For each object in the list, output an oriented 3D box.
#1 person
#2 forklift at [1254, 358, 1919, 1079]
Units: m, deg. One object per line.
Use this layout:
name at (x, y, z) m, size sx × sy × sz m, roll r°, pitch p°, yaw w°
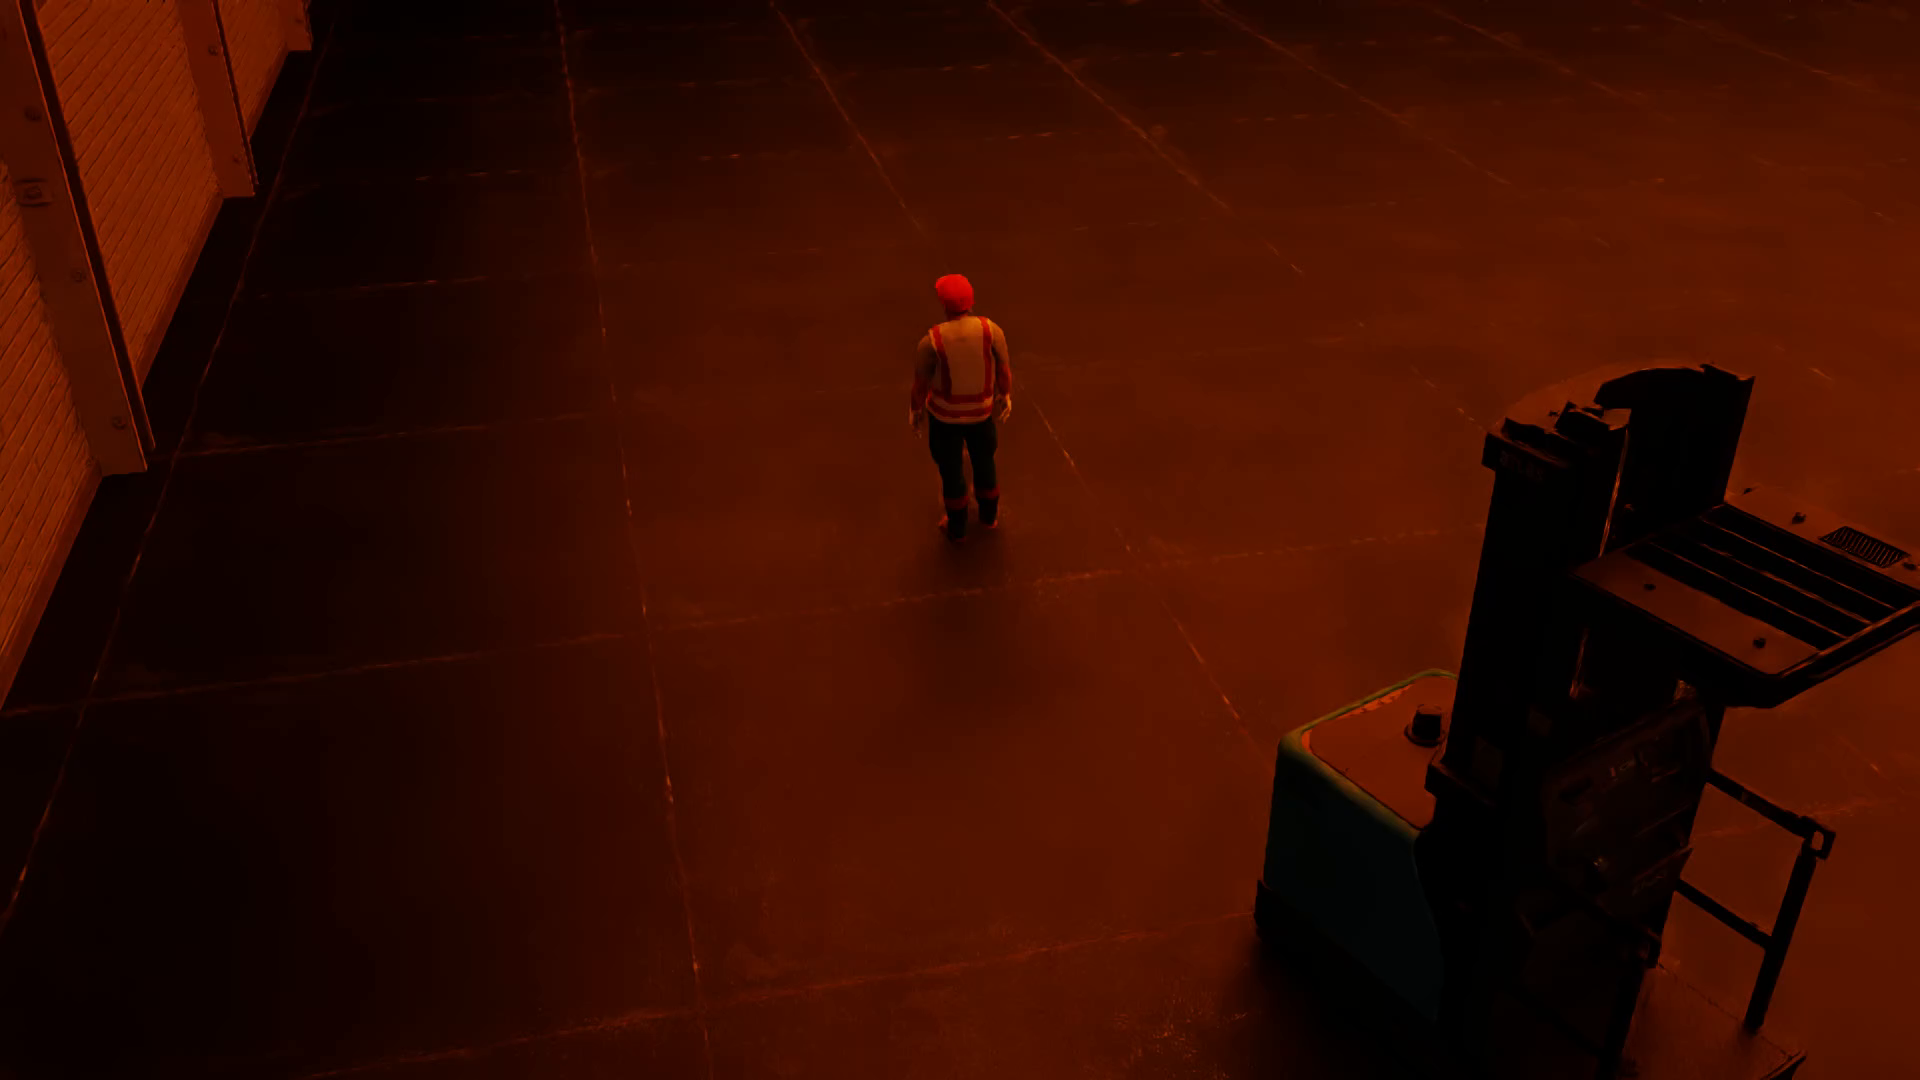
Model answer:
person at (-0.008, -0.821, 10.118) m, size 0.637 × 1.787 × 0.563 m, roll -7°, pitch 31°, yaw -12°
forklift at (2.550, 0.959, 5.918) m, size 1.130 × 2.935 × 3.031 m, roll -18°, pitch 35°, yaw -29°
